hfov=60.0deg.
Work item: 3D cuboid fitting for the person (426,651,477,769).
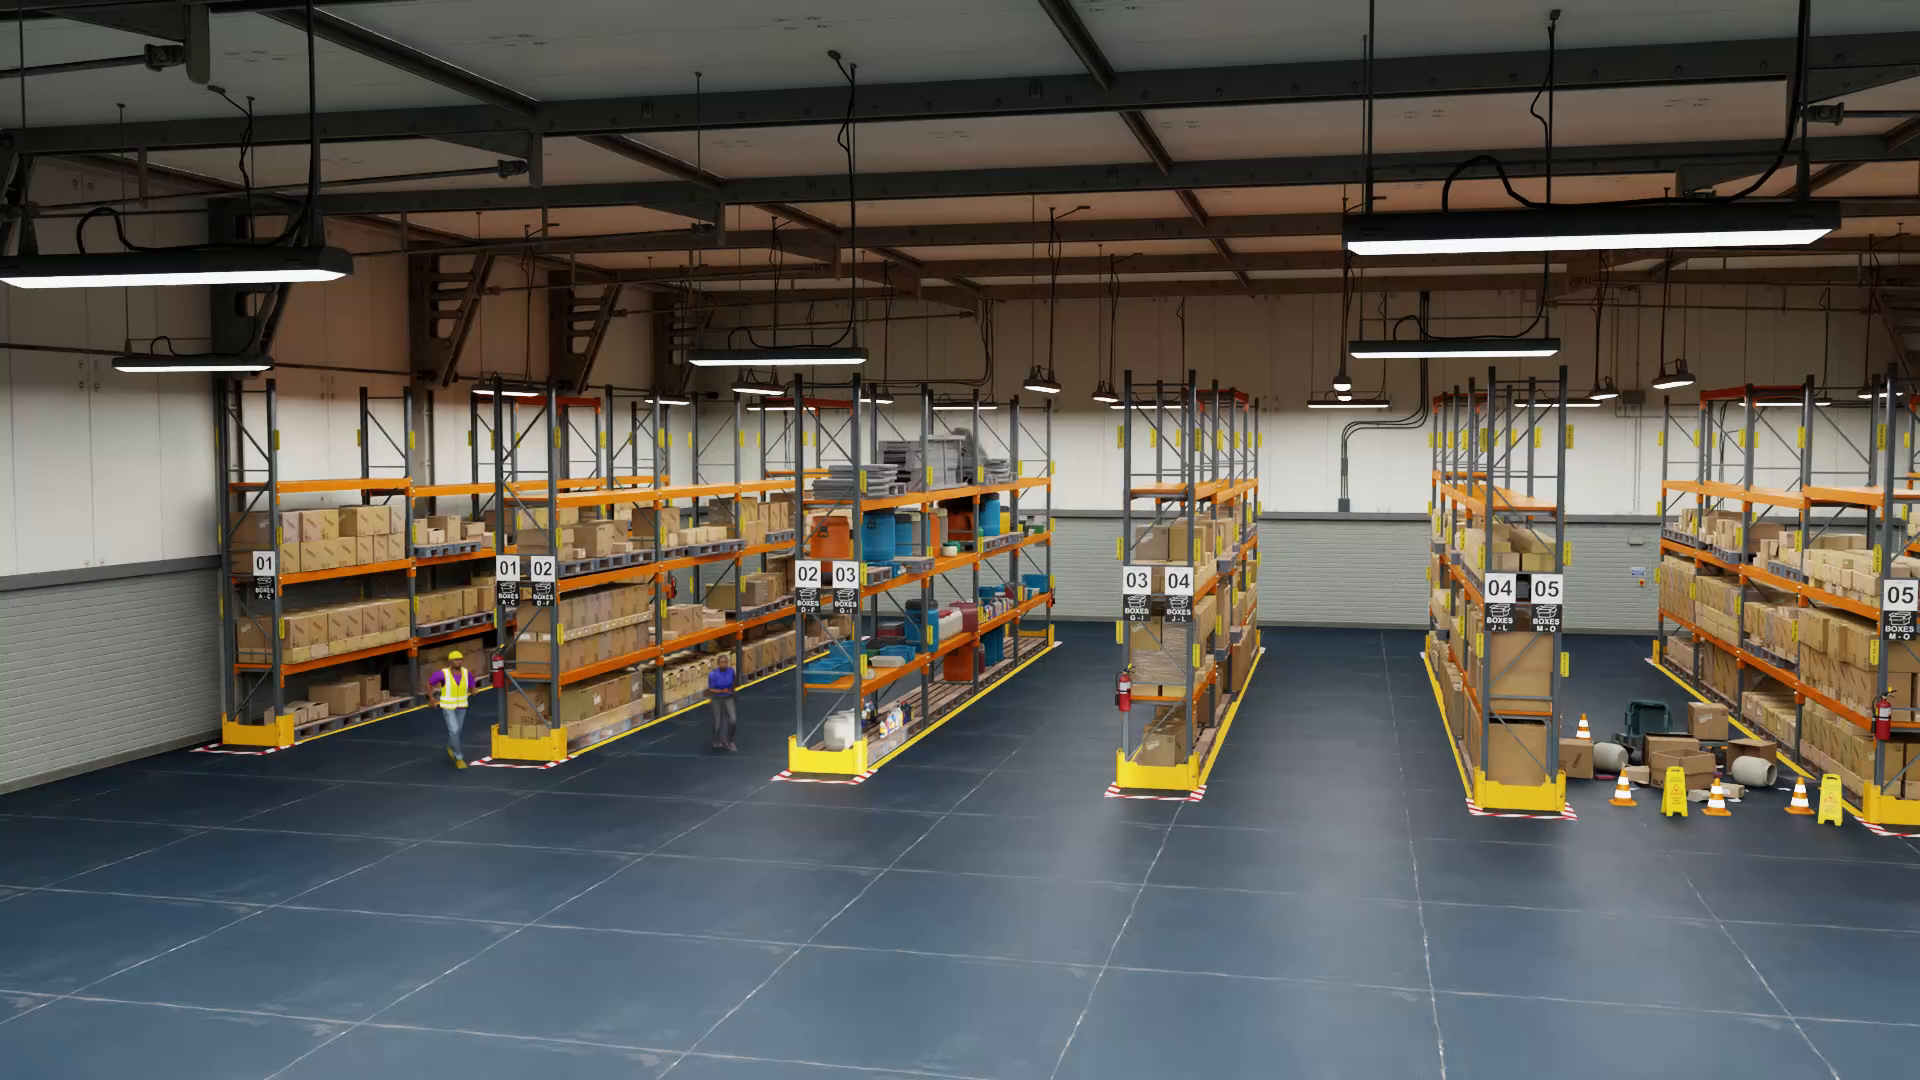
[{"bbox_3d":[-7.767,2.571,25.502,0.719,1.753,0.987,-3,4,-40],"label":"person"}]

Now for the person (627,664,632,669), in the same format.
[{"bbox_3d":[-6.752,2.259,33.366,0.548,1.546,0.742,-2,4,-25],"label":"person"}]

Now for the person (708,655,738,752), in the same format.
[{"bbox_3d":[-3.803,2.605,26.639,0.494,1.583,0.887,-1,4,-20],"label":"person"}]
